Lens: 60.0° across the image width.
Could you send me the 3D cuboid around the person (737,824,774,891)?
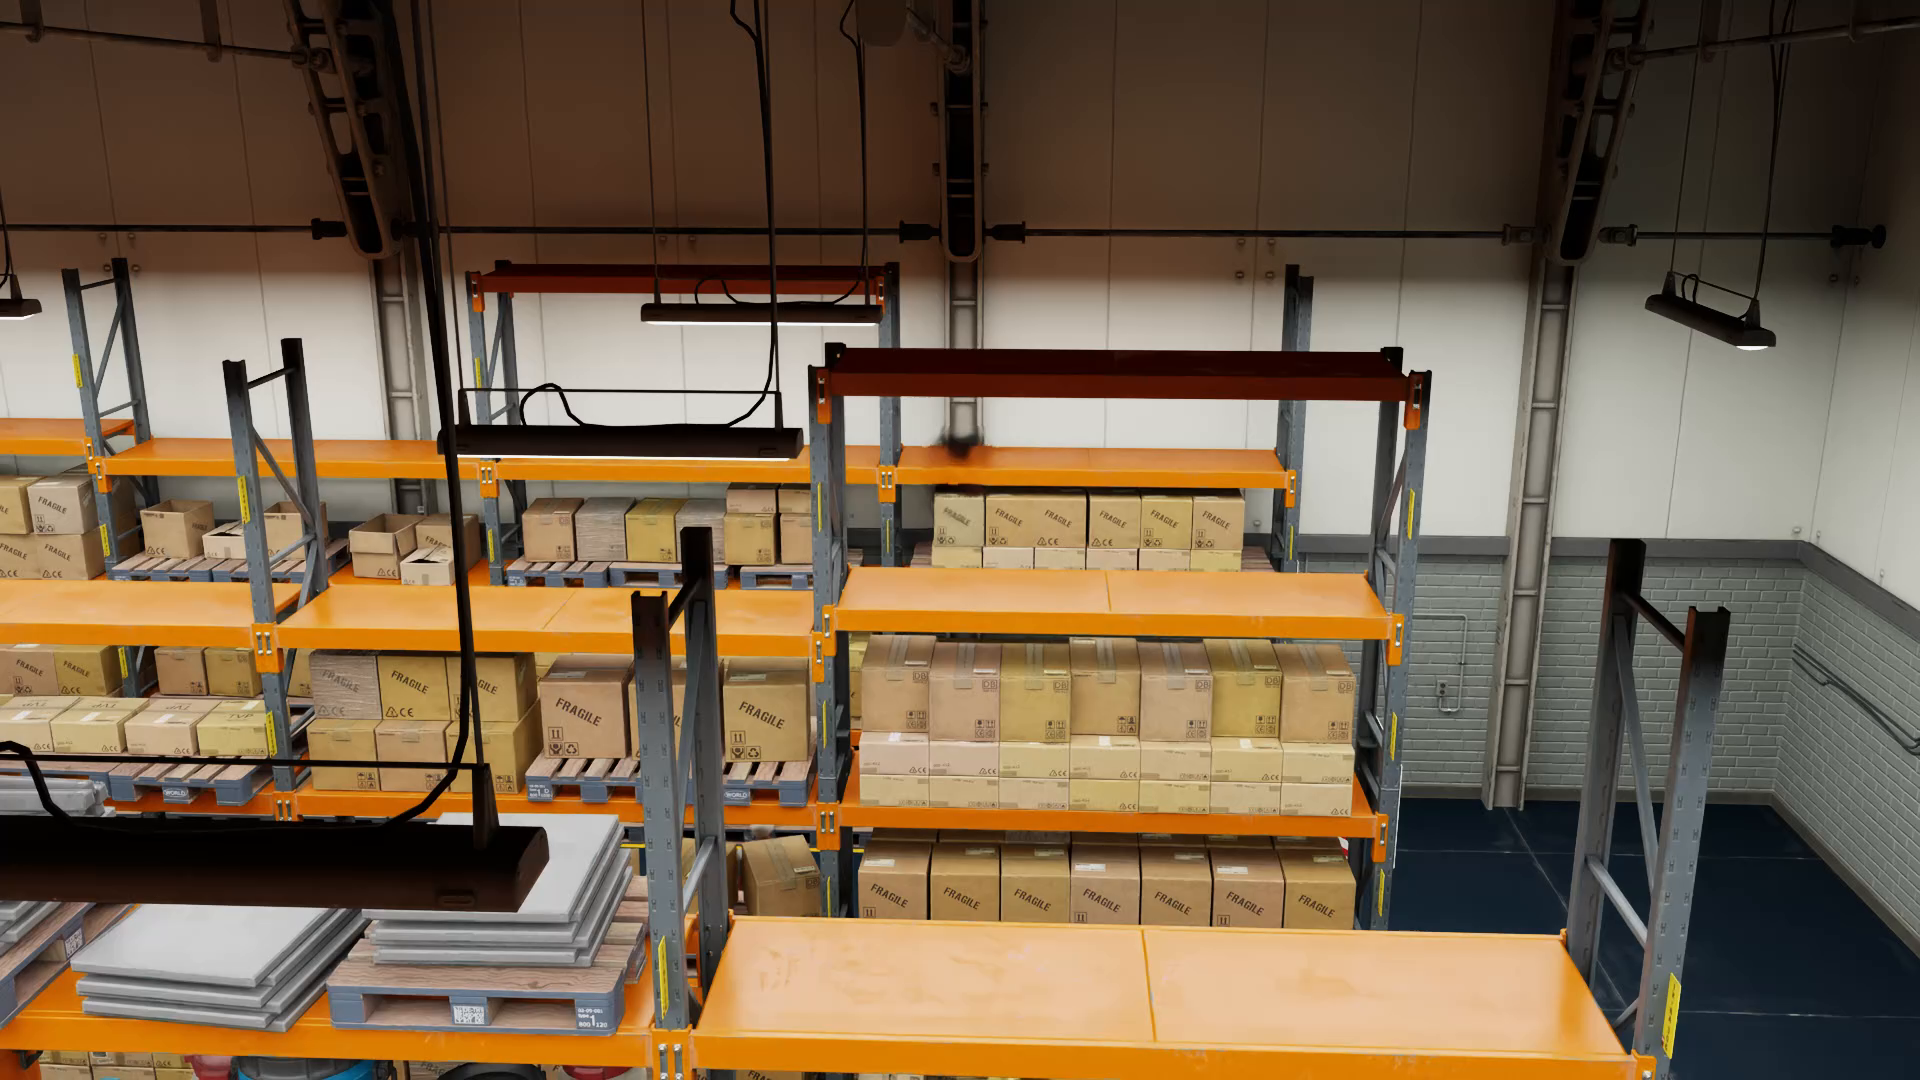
[{"bbox_3d":[-1.664,3.159,14.498,0.606,1.786,0.416,-4,17,-15],"label":"person"}]
